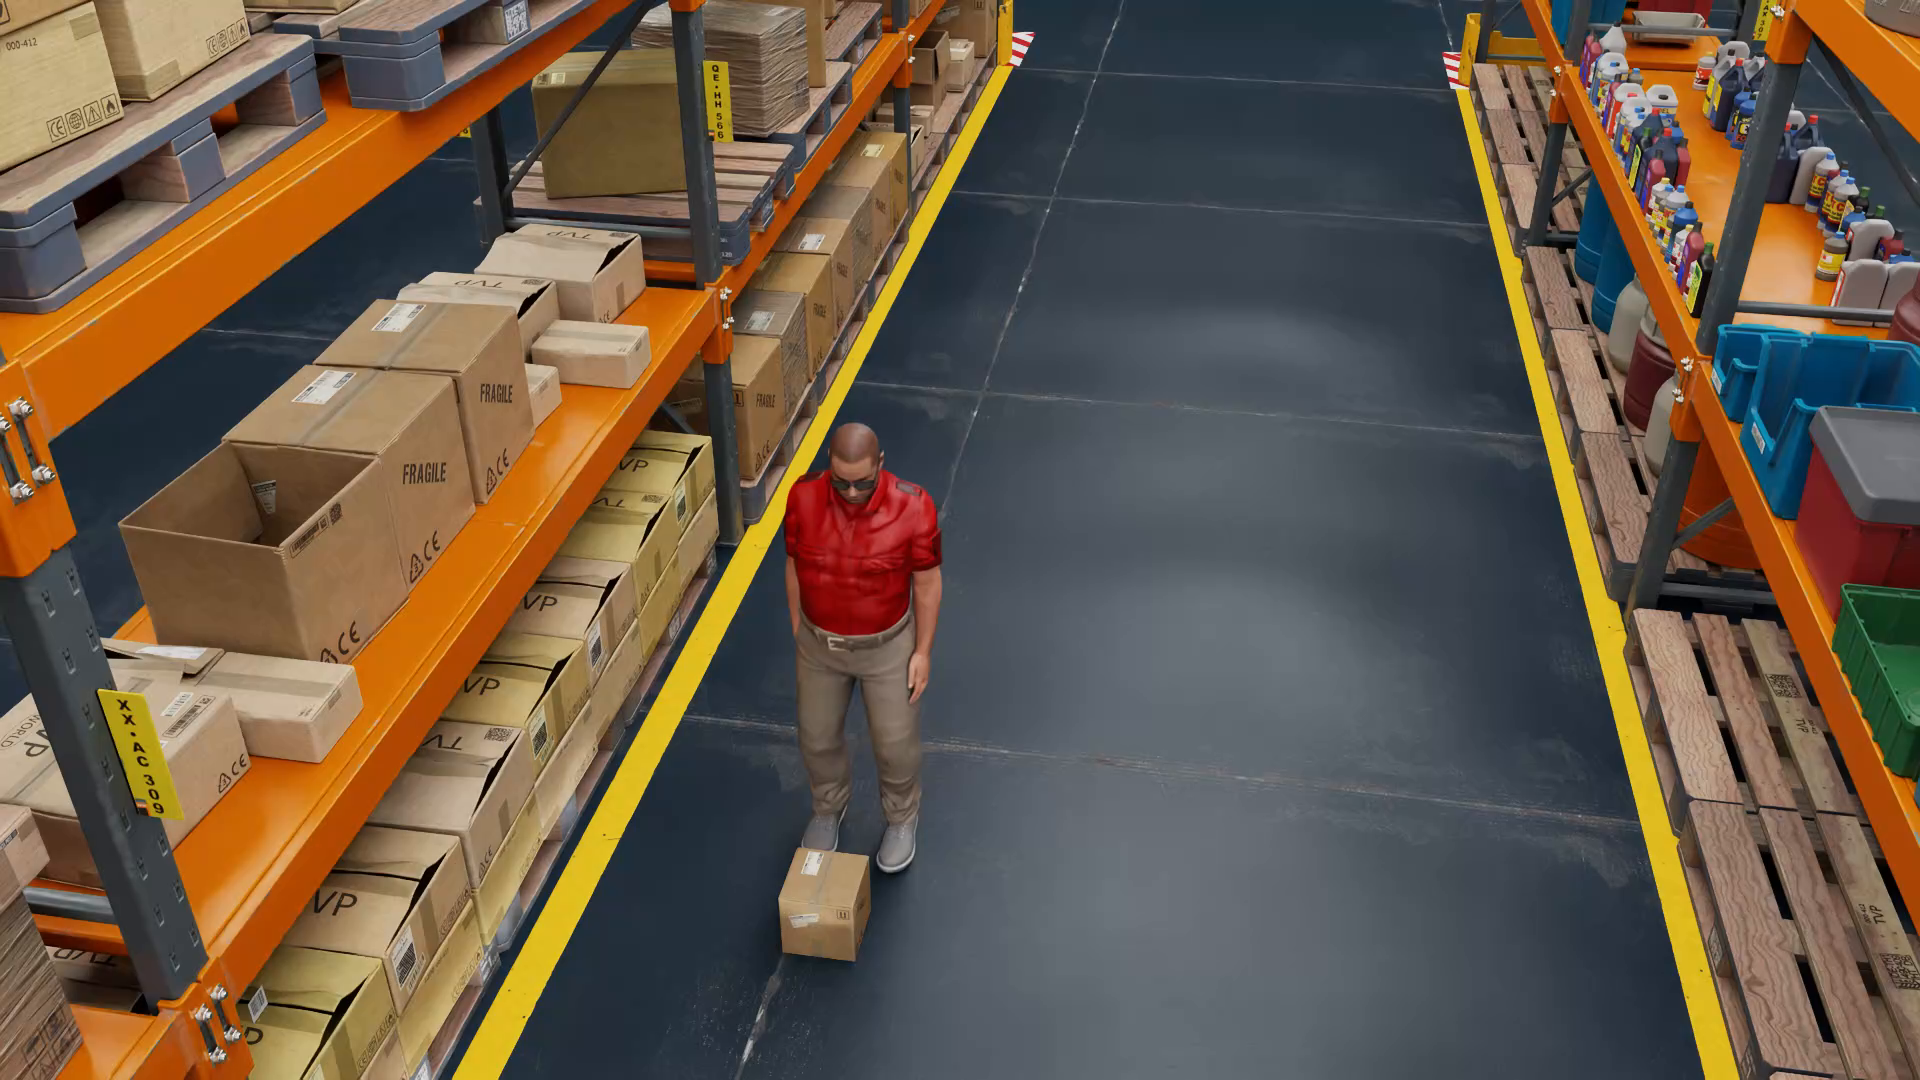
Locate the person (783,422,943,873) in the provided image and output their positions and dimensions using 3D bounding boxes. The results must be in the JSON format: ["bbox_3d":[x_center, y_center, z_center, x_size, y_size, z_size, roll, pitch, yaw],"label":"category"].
[{"bbox_3d":[-0.326,0.360,5.602,0.536,1.716,0.362,6,33,10],"label":"person"}]
